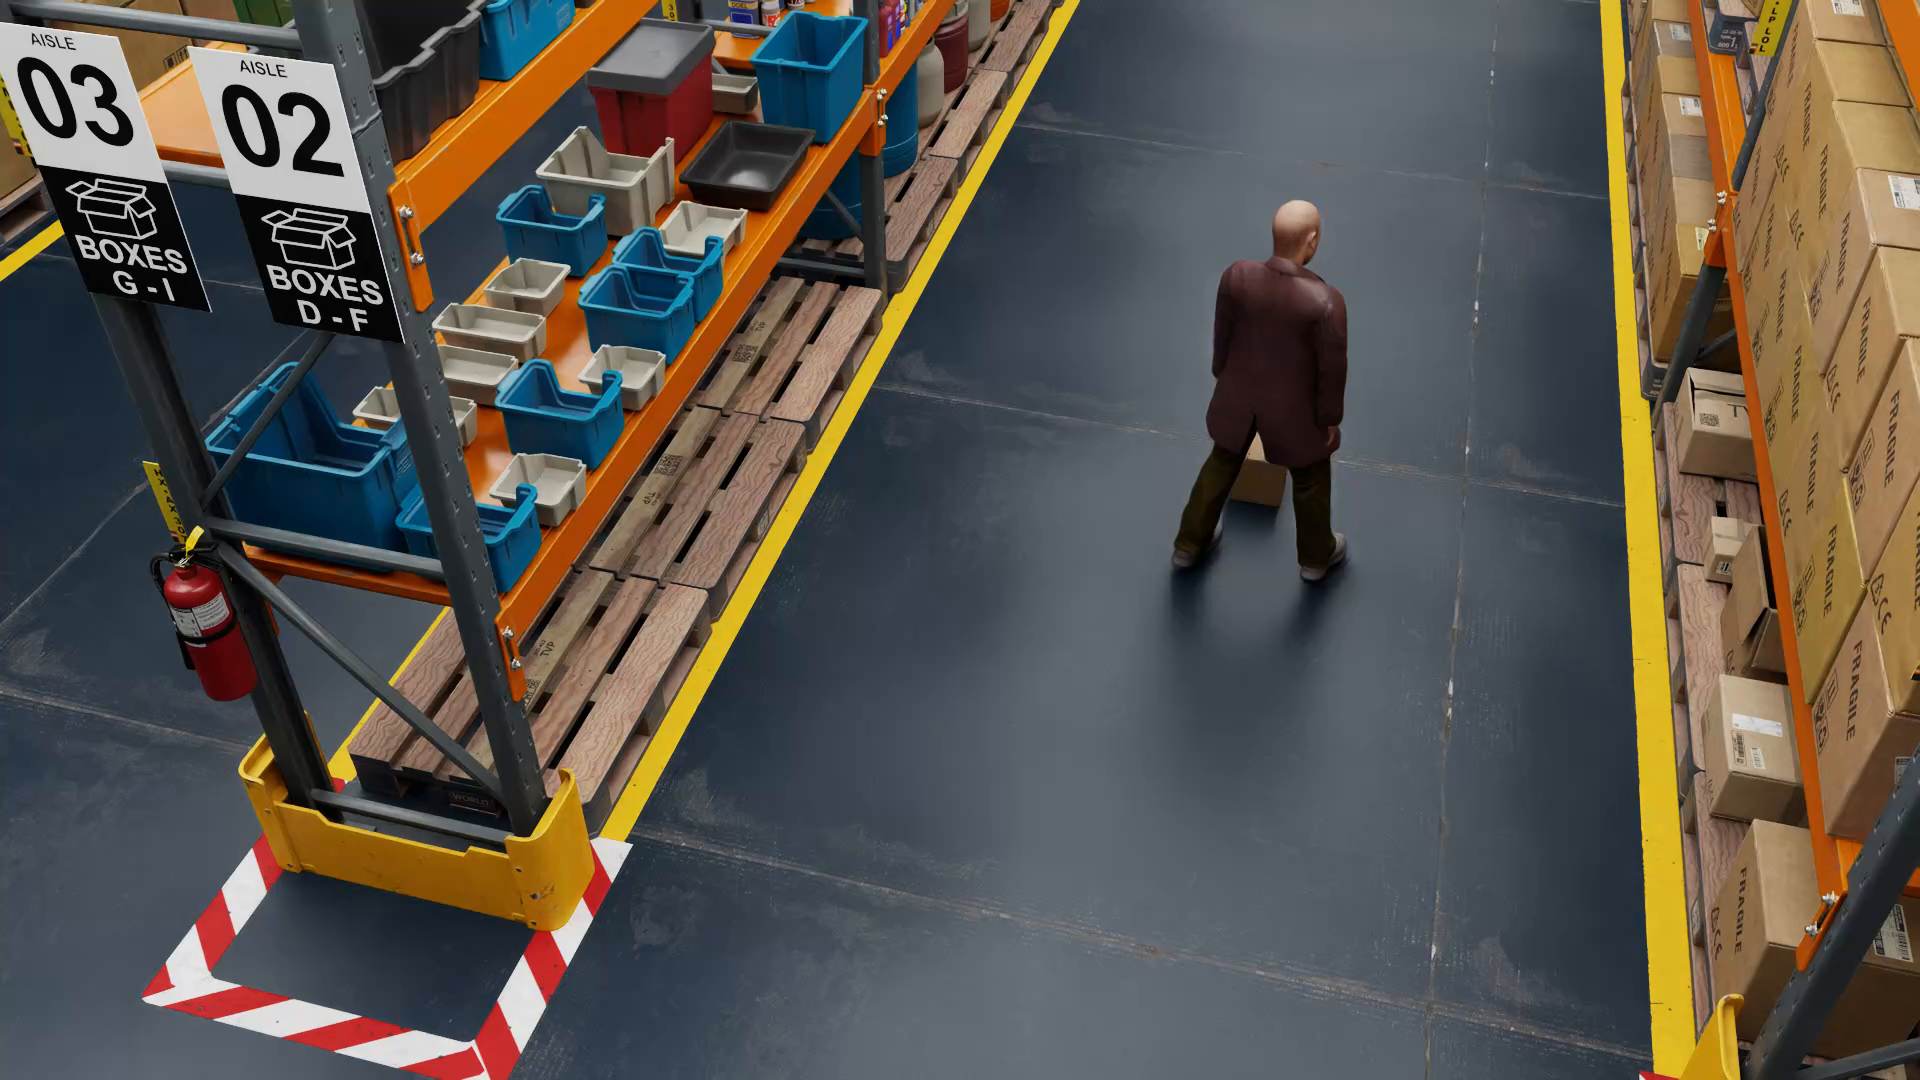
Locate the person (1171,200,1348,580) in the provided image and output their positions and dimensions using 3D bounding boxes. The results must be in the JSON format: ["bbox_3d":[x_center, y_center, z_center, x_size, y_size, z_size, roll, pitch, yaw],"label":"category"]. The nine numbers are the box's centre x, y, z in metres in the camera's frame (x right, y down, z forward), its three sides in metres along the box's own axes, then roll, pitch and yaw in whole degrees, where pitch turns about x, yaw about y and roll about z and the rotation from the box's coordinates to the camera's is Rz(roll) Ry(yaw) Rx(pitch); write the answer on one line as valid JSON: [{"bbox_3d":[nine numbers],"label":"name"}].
[{"bbox_3d":[1.327,-0.590,6.850,0.651,1.773,0.630,23,46,25],"label":"person"}]
